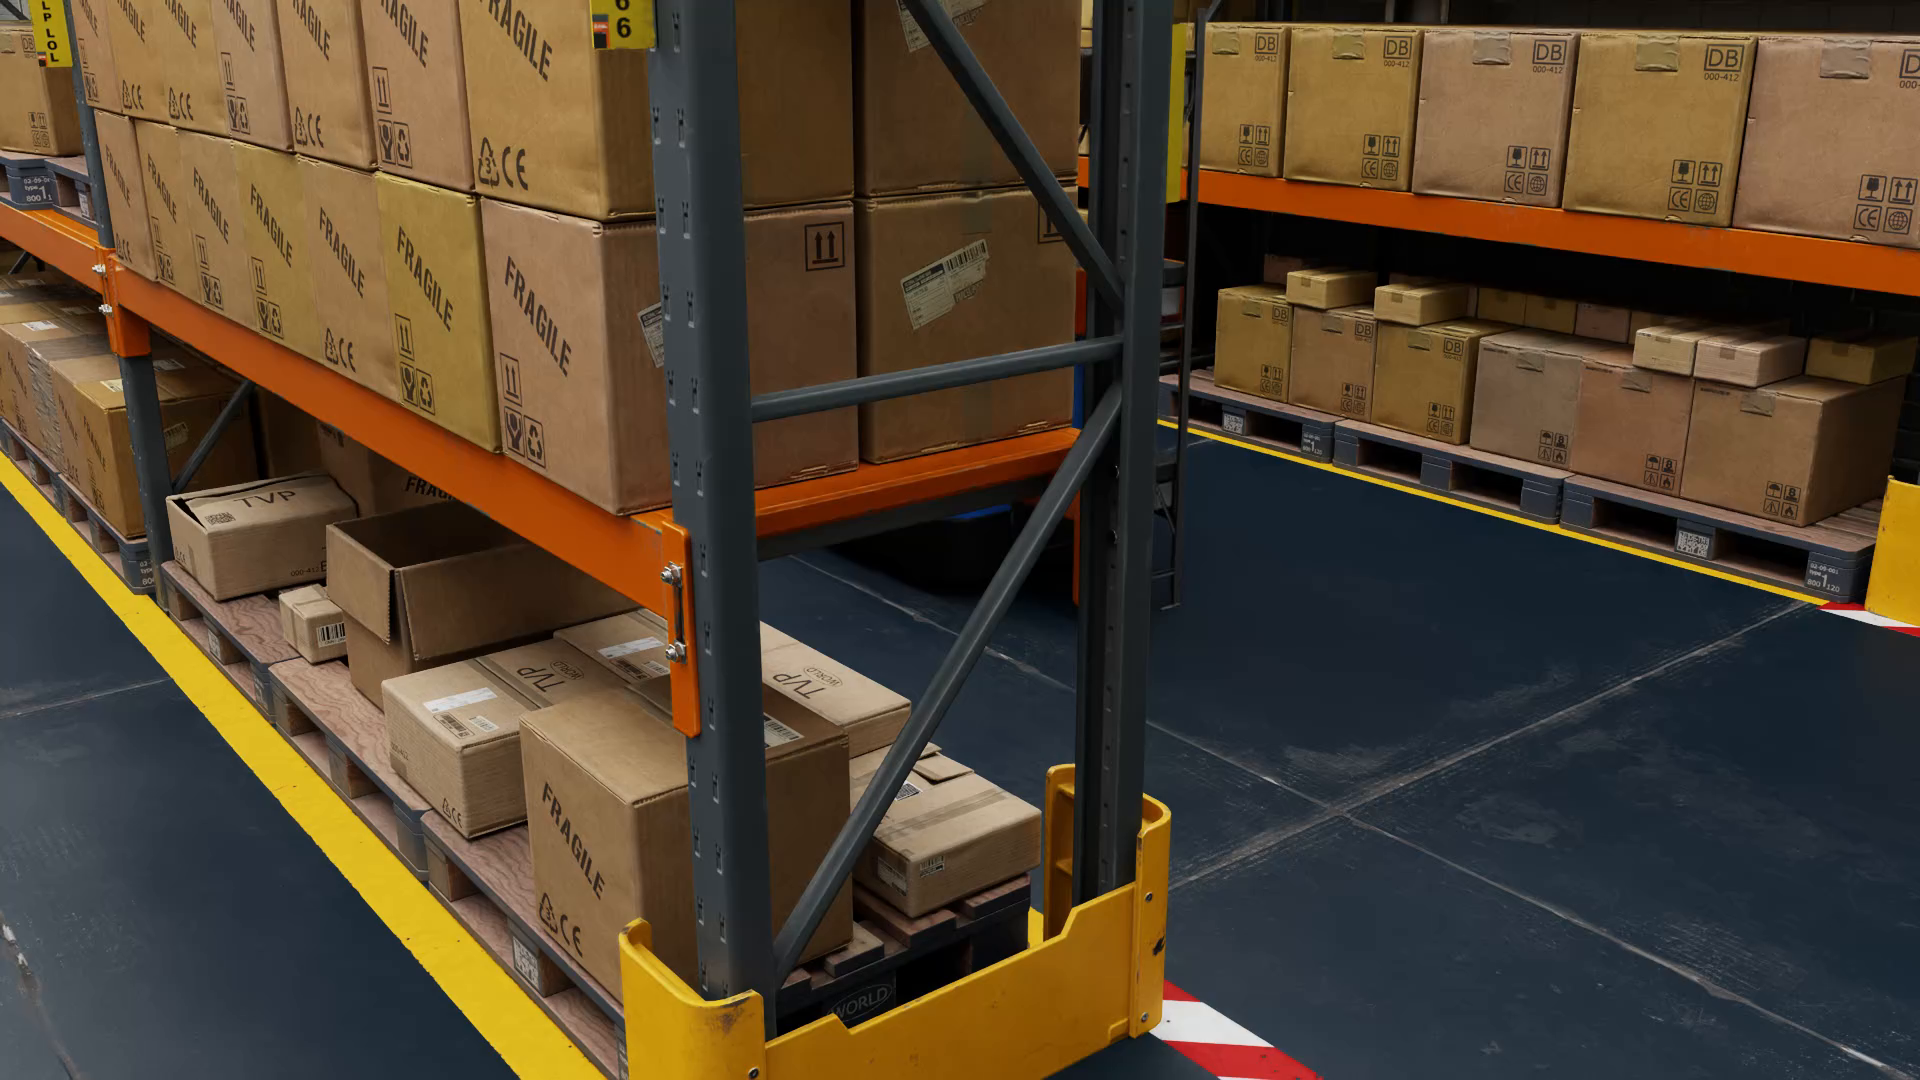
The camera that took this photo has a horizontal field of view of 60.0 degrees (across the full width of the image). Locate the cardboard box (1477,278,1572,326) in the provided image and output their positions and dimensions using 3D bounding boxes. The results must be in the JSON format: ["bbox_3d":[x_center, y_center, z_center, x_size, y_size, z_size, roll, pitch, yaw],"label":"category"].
[{"bbox_3d":[2.613,-1.102,7.696,0.380,0.149,0.250,-14,23,-37],"label":"cardboard box"}]

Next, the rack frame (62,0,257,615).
[{"bbox_3d":[-2.528,-1.264,5.907,1.000,3.000,0.127,-14,23,-36],"label":"rack frame"}]

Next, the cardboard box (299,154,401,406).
[{"bbox_3d":[-1.166,-0.634,3.846,0.500,0.500,0.500,-14,23,-36],"label":"cardboard box"}]

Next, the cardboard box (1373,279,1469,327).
[{"bbox_3d":[2.131,-1.099,7.687,0.380,0.149,0.250,-15,23,-38],"label":"cardboard box"}]

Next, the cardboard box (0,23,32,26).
[{"bbox_3d":[-4.114,-2.100,7.607,0.700,0.500,0.500,-9,20,-26],"label":"cardboard box"}]

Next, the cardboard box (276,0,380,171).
[{"bbox_3d":[-1.176,-1.107,3.685,0.500,0.500,0.500,-13,22,-35],"label":"cardboard box"}]

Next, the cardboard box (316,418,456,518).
[{"bbox_3d":[-1.951,-0.201,5.974,0.500,0.500,0.500,-14,23,-36],"label":"cardboard box"}]

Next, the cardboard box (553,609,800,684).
[{"bbox_3d":[-0.780,0.383,4.609,0.500,0.250,0.500,-14,23,-36],"label":"cardboard box"}]

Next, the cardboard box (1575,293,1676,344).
[{"bbox_3d":[2.929,-0.977,7.317,0.380,0.149,0.250,-14,23,-35],"label":"cardboard box"}]

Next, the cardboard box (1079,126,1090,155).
[{"bbox_3d":[0.746,-2.207,9.124,0.380,0.149,0.250,-13,23,-35],"label":"cardboard box"}]

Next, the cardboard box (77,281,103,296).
[{"bbox_3d":[-4.208,-1.430,8.492,0.500,0.250,0.500,-13,22,-34],"label":"cardboard box"}]

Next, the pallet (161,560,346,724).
[{"bbox_3d":[-2.102,0.230,5.834,1.003,0.211,1.213,-14,23,-36],"label":"pallet"}]

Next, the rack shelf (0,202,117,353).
[{"bbox_3d":[-3.769,-1.415,7.508,1.077,0.370,4.000,-14,23,-36],"label":"rack shelf"}]

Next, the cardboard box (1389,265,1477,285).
[{"bbox_3d":[2.296,-1.228,8.076,0.380,0.149,0.250,-15,23,-38],"label":"cardboard box"}]

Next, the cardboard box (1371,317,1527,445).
[{"bbox_3d":[2.363,-0.789,7.780,0.700,0.500,0.500,-13,23,-35],"label":"cardboard box"}]

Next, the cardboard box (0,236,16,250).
[{"bbox_3d":[-5.857,-1.617,9.789,0.500,0.311,0.500,-14,23,-37],"label":"cardboard box"}]

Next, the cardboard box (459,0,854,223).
[{"bbox_3d":[-0.536,-0.856,2.927,0.500,0.500,0.500,-14,23,-37],"label":"cardboard box"}]

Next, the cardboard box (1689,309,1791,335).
[{"bbox_3d":[3.243,-0.852,6.941,0.380,0.149,0.250,-14,23,-36],"label":"cardboard box"}]

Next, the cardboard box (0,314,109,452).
[{"bbox_3d":[-3.988,-0.724,7.552,0.500,0.500,0.500,-15,23,-38],"label":"cardboard box"}]

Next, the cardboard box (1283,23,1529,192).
[{"bbox_3d":[2.126,-2.056,7.823,0.980,0.700,0.700,-15,23,-37],"label":"cardboard box"}]

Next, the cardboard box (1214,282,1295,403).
[{"bbox_3d":[1.737,-1.040,8.540,0.700,0.500,0.500,-14,23,-35],"label":"cardboard box"}]

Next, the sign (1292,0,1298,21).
[{"bbox_3d":[1.787,-2.789,9.009,0.100,0.325,0.005,-14,23,-36],"label":"sign"}]

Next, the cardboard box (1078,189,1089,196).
[{"bbox_3d":[0.294,-1.764,10.168,0.750,0.750,0.750,-13,22,-34],"label":"cardboard box"}]

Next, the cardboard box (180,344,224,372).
[{"bbox_3d":[-2.977,-0.582,7.125,0.500,0.500,0.500,-14,23,-35],"label":"cardboard box"}]

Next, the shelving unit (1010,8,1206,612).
[{"bbox_3d":[0.500,-0.777,5.869,0.431,2.100,0.503,-13,22,-33],"label":"shelving unit"}]

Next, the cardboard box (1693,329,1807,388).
[{"bbox_3d":[3.101,-0.715,6.528,0.380,0.149,0.250,-14,23,-37],"label":"cardboard box"}]

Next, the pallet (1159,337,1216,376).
[{"bbox_3d":[0.815,-1.083,9.798,1.003,0.211,1.213,-14,23,-36],"label":"pallet"}]

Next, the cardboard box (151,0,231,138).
[{"bbox_3d":[-1.816,-1.361,4.451,0.500,0.500,0.500,-15,23,-38],"label":"cardboard box"}]

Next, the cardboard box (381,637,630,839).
[{"bbox_3d":[-1.141,0.493,4.277,0.500,0.250,0.500,-14,23,-36],"label":"cardboard box"}]

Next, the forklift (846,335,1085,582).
[{"bbox_3d":[-0.488,-1.635,7.138,1.130,2.935,3.031,-13,22,-33],"label":"forklift"}]

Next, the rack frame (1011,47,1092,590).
[{"bbox_3d":[0.358,-0.840,6.058,0.400,2.100,0.015,-13,22,-33],"label":"rack frame"}]

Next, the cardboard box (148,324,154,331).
[{"bbox_3d":[-3.595,-0.831,7.878,0.500,0.500,0.500,-15,24,-38],"label":"cardboard box"}]

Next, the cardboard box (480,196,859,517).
[{"bbox_3d":[-0.535,-0.383,3.087,0.500,0.500,0.500,-13,22,-34],"label":"cardboard box"}]

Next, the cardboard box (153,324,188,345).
[{"bbox_3d":[-3.258,-1.055,7.361,0.500,0.250,0.500,-14,23,-36],"label":"cardboard box"}]

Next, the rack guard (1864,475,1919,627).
[{"bbox_3d":[3.852,-0.053,6.228,1.175,0.500,0.348,-14,23,-36],"label":"rack guard"}]

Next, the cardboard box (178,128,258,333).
[{"bbox_3d":[-1.795,-0.883,4.599,0.500,0.500,0.500,-14,23,-36],"label":"cardboard box"}]

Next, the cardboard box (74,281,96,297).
[{"bbox_3d":[-4.246,-1.087,8.650,0.500,0.500,0.500,-13,22,-34],"label":"cardboard box"}]

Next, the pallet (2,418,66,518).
[{"bbox_3d":[-3.824,-0.434,7.837,1.003,0.211,1.213,-14,23,-36],"label":"pallet"}]

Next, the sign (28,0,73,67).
[{"bbox_3d":[-2.960,-1.704,5.395,0.100,0.325,0.005,-14,23,-36],"label":"sign"}]

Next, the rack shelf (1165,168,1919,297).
[{"bbox_3d":[2.595,-1.397,7.454,1.077,0.370,4.000,-14,23,-36],"label":"rack shelf"}]

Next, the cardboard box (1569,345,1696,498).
[{"bbox_3d":[3.013,-0.535,7.014,0.700,0.500,0.500,-14,23,-36],"label":"cardboard box"}]

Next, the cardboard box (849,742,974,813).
[{"bbox_3d":[-0.190,0.626,4.007,0.380,0.166,0.250,-14,23,-36],"label":"cardboard box"}]

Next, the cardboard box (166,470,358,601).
[{"bbox_3d":[-2.437,-0.050,5.821,0.500,0.311,0.500,-14,23,-36],"label":"cardboard box"}]

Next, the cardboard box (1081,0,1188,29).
[{"bbox_3d":[0.863,-2.851,8.843,0.500,0.250,0.500,-13,23,-35],"label":"cardboard box"}]

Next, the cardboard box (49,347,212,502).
[{"bbox_3d":[-3.359,-0.475,6.802,0.500,0.500,0.500,-14,23,-36],"label":"cardboard box"}]

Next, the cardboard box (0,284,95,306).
[{"bbox_3d":[-4.623,-0.976,8.314,0.500,0.500,0.500,-15,24,-38],"label":"cardboard box"}]

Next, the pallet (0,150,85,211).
[{"bbox_3d":[-3.800,-1.680,7.469,1.003,0.211,1.213,-14,23,-36],"label":"pallet"}]

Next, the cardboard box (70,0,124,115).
[{"bbox_3d":[-2.456,-1.615,5.218,0.500,0.500,0.500,-13,22,-35],"label":"cardboard box"}]

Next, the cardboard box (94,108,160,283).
[{"bbox_3d":[-2.425,-1.132,5.351,0.500,0.500,0.500,-13,22,-35],"label":"cardboard box"}]

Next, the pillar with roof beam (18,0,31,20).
[{"bbox_3d":[-23.261,-13.106,32.128,9.100,9.000,0.400,-14,23,-36],"label":"pillar with roof beam"}]

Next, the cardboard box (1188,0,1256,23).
[{"bbox_3d":[1.272,-2.950,9.142,0.500,0.250,0.500,-13,22,-34],"label":"cardboard box"}]

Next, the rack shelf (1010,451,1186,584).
[{"bbox_3d":[0.500,-0.100,6.093,0.431,0.518,0.480,-13,22,-33],"label":"rack shelf"}]

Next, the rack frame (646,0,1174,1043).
[{"bbox_3d":[-0.044,-0.278,2.930,1.000,3.000,0.127,-14,23,-36],"label":"rack frame"}]

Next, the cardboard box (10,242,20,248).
[{"bbox_3d":[-5.439,-1.724,10.110,0.500,0.311,0.500,-15,23,-37],"label":"cardboard box"}]

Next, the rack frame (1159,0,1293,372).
[{"bbox_3d":[1.353,-2.231,8.830,1.000,3.000,0.127,-14,23,-36],"label":"rack frame"}]

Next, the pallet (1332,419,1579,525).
[{"bbox_3d":[2.526,-0.404,7.747,1.003,0.211,1.213,-14,23,-36],"label":"pallet"}]

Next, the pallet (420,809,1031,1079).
[{"bbox_3d":[-0.587,0.831,4.018,1.003,0.211,1.213,-14,23,-36],"label":"pallet"}]

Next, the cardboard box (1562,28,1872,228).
[{"bbox_3d":[3.052,-1.689,6.714,0.980,0.700,0.700,-14,23,-37],"label":"cardboard box"}]
